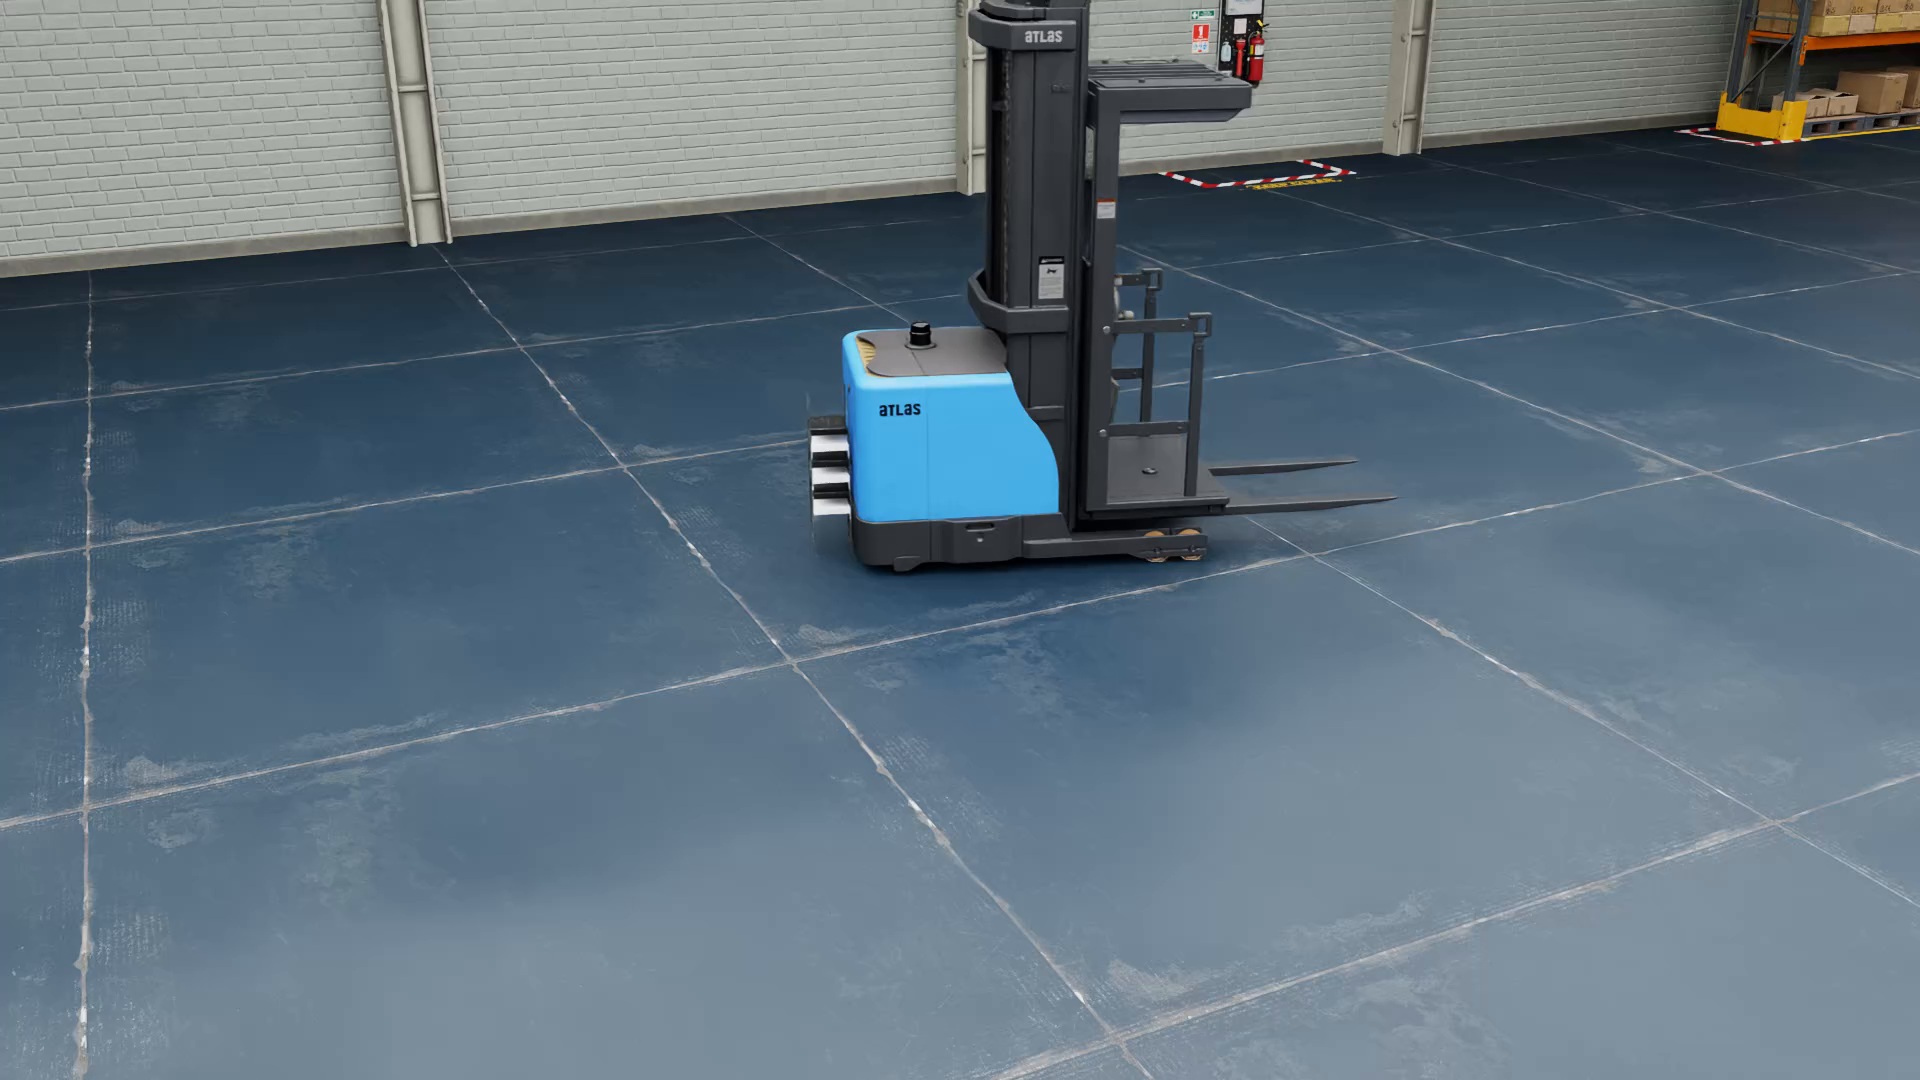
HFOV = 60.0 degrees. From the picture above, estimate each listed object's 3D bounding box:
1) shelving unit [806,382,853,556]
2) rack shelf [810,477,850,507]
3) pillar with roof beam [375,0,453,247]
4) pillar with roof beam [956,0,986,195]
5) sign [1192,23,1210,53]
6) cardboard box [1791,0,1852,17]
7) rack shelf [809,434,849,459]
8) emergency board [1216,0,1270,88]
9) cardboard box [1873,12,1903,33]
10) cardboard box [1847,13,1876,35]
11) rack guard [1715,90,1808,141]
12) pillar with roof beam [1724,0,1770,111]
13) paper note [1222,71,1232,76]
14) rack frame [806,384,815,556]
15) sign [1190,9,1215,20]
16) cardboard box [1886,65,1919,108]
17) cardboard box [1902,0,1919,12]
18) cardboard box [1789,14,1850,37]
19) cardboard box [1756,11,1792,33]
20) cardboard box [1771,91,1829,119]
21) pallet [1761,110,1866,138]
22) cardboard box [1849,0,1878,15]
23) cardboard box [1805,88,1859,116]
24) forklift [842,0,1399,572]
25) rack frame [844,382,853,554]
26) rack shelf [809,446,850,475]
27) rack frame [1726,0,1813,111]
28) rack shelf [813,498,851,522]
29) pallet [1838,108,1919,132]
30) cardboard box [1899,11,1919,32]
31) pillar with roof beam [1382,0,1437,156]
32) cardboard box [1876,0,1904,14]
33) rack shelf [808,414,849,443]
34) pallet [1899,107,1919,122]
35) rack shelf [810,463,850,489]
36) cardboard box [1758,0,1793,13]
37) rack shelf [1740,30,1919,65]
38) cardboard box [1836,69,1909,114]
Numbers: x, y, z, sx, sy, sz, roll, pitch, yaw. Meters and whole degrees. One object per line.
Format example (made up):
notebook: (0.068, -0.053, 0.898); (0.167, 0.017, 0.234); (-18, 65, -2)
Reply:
shelving unit: (-0.707, -0.381, 8.994); (0.210, 0.900, 0.258); (-3, 23, -8)
rack shelf: (-0.707, -0.267, 9.042); (0.200, 0.077, 0.258); (-3, 23, -8)
pillar with roof beam: (-3.342, -5.605, 11.024); (0.400, 9.000, 9.100); (-10, 25, -24)
pillar with roof beam: (2.064, -6.600, 13.429); (0.400, 9.000, 9.100); (-10, 25, -24)
sign: (2.818, -5.870, 19.463); (0.234, 0.329, 0.001); (-10, 25, -24)
cardboard box: (11.315, -7.150, 21.791); (0.500, 0.500, 0.500); (-10, 25, -24)
rack shelf: (-0.707, -0.517, 8.938); (0.200, 0.077, 0.258); (-3, 23, -8)
emergency board: (3.360, -5.910, 19.606); (0.643, 1.169, 0.194); (-10, 25, -24)
cardboard box: (12.255, -6.973, 22.343); (0.500, 0.250, 0.500); (-11, 25, -24)
cardboard box: (11.794, -6.891, 22.144); (0.500, 0.250, 0.500); (-11, 25, -25)
rack guard: (10.823, -5.746, 22.477); (0.348, 0.500, 1.175); (-10, 25, -24)
pillar with roof beam: (12.877, -8.591, 18.237); (0.400, 9.000, 9.100); (-10, 25, -24)
paper note: (3.171, -5.498, 19.761); (0.142, 0.148, 0.016); (-10, 25, -24)
rack frame: (-0.808, -0.376, 8.981); (0.006, 0.900, 0.240); (-3, 23, -8)
sign: (2.826, -6.113, 19.357); (0.331, 0.109, 0.001); (-10, 25, -24)
cardboard box: (13.441, -6.414, 23.516); (0.500, 0.500, 0.500); (-12, 26, -28)
cardboard box: (12.693, -7.402, 22.399); (0.500, 0.500, 0.500); (-10, 24, -22)
cardboard box: (11.332, -6.799, 21.924); (0.500, 0.250, 0.500); (-11, 25, -25)
cardboard box: (11.092, -6.972, 22.342); (0.500, 0.250, 0.500); (-10, 25, -23)
cardboard box: (11.417, -5.933, 22.601); (0.500, 0.311, 0.500); (-14, 26, -30)
pallet: (11.570, -5.735, 22.828); (1.213, 0.211, 1.003); (-10, 25, -24)
cardboard box: (11.765, -7.229, 21.980); (0.500, 0.500, 0.500); (-10, 25, -23)
cardboard box: (11.931, -6.027, 22.829); (0.500, 0.311, 0.500); (-8, 24, -19)
forklift: (0.894, -1.429, 8.870); (3.031, 2.935, 1.130); (-3, 23, -8)
rack frame: (-0.606, -0.387, 9.008); (0.006, 0.900, 0.240); (-3, 23, -8)
rack shelf: (-0.707, -0.434, 8.973); (0.200, 0.077, 0.258); (-3, 23, -8)
rack frame: (10.754, -6.888, 21.968); (0.127, 3.000, 1.000); (-10, 25, -24)
rack shelf: (-0.707, -0.184, 9.076); (0.200, 0.077, 0.258); (-3, 23, -8)
pallet: (12.668, -5.936, 23.313); (1.213, 0.211, 1.003); (-10, 25, -24)
cardboard box: (12.712, -7.056, 22.544); (0.500, 0.250, 0.500); (-10, 25, -23)
pillar with roof beam: (7.471, -7.595, 15.833); (0.400, 9.000, 9.100); (-10, 25, -24)
cardboard box: (12.233, -7.312, 22.182); (0.500, 0.500, 0.500); (-11, 25, -25)
rack shelf: (-0.707, -0.600, 8.904); (0.200, 0.077, 0.258); (-3, 23, -8)
pallet: (13.769, -6.139, 23.806); (1.213, 0.211, 1.003); (-10, 25, -24)
rack shelf: (-0.707, -0.350, 9.007); (0.200, 0.077, 0.258); (-3, 23, -8)
cardboard box: (11.087, -7.326, 22.215); (0.500, 0.500, 0.500); (-11, 25, -24)
rack shelf: (12.557, -6.887, 22.907); (4.000, 0.370, 1.077); (-10, 25, -24)
cardboard box: (12.613, -6.219, 23.045); (0.500, 0.500, 0.700); (-12, 25, -27)
